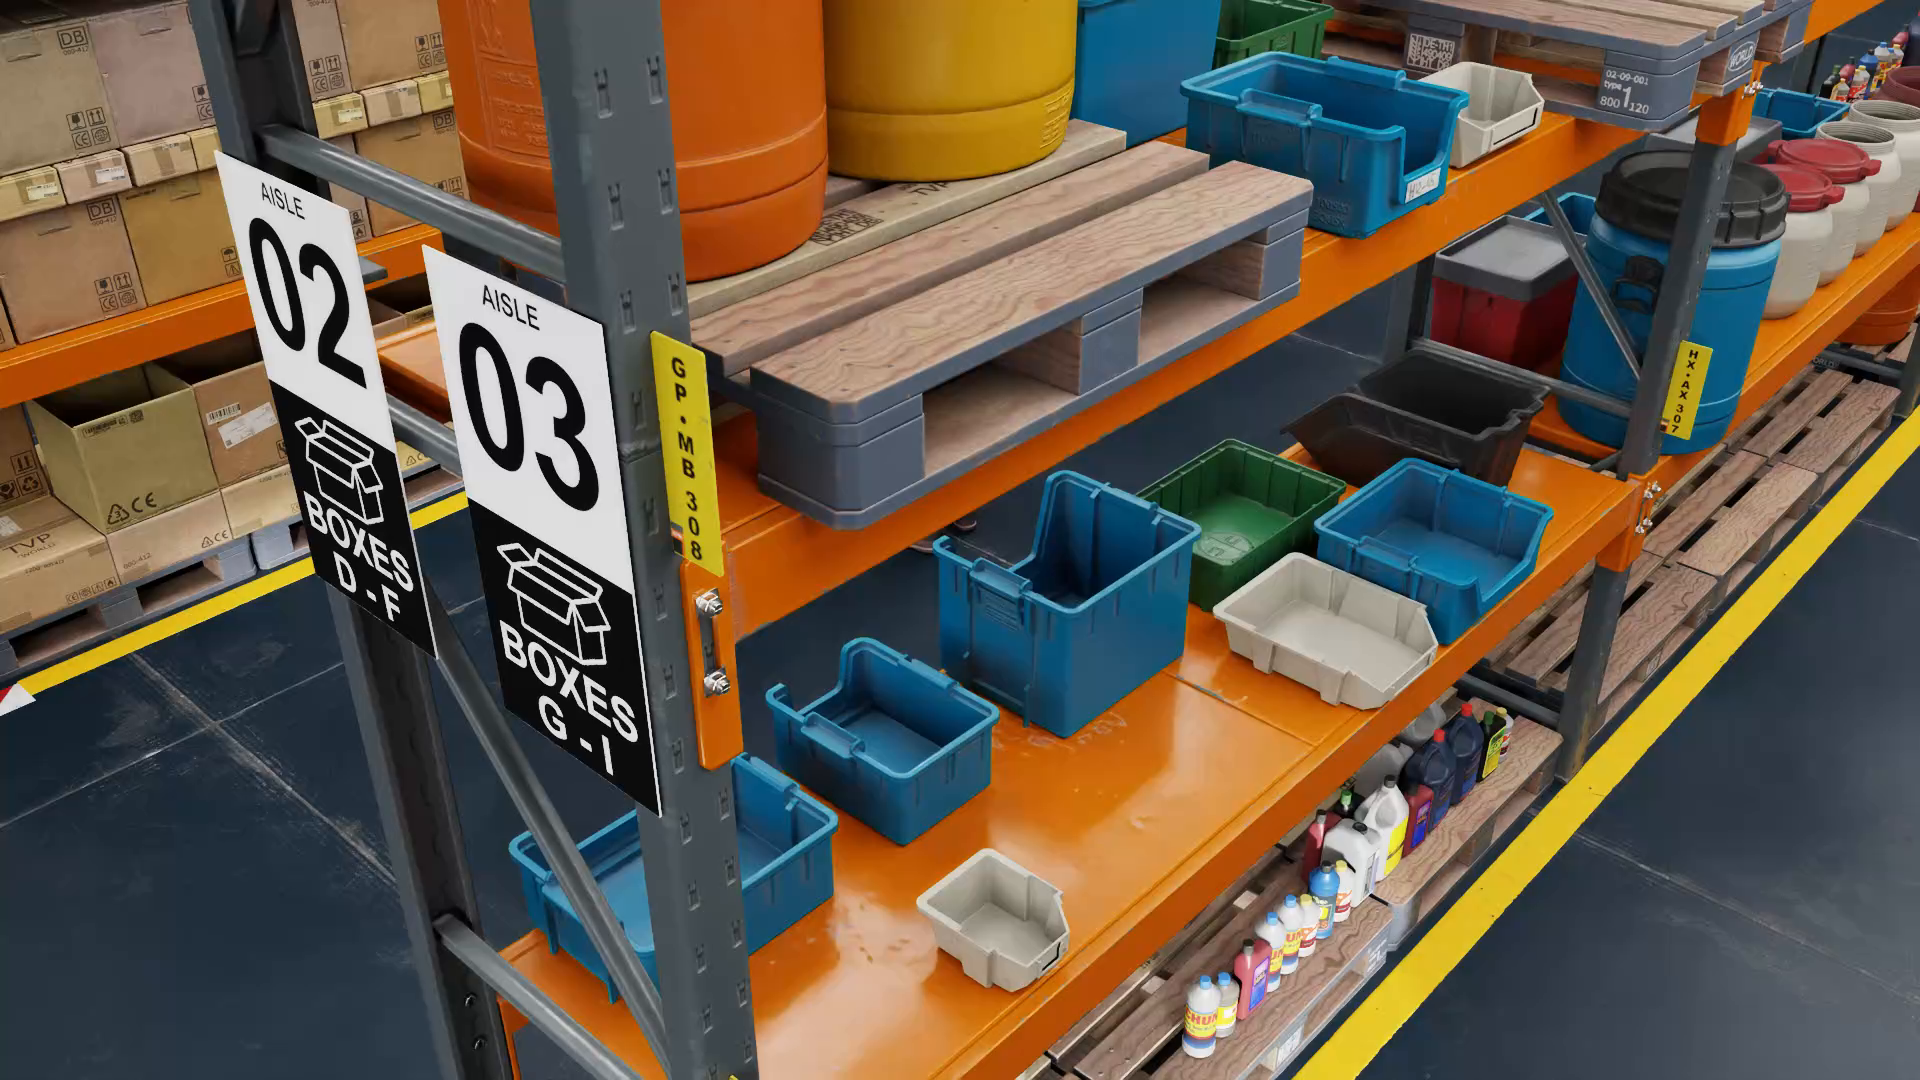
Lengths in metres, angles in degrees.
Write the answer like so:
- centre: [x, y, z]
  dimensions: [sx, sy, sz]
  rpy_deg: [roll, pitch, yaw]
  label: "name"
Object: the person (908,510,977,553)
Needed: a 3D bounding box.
- centre: [-0.127, -0.728, 7.327]
  dimensions: [0.348, 1.655, 0.508]
  rpy_deg: [25, 40, 35]
  label: "person"
